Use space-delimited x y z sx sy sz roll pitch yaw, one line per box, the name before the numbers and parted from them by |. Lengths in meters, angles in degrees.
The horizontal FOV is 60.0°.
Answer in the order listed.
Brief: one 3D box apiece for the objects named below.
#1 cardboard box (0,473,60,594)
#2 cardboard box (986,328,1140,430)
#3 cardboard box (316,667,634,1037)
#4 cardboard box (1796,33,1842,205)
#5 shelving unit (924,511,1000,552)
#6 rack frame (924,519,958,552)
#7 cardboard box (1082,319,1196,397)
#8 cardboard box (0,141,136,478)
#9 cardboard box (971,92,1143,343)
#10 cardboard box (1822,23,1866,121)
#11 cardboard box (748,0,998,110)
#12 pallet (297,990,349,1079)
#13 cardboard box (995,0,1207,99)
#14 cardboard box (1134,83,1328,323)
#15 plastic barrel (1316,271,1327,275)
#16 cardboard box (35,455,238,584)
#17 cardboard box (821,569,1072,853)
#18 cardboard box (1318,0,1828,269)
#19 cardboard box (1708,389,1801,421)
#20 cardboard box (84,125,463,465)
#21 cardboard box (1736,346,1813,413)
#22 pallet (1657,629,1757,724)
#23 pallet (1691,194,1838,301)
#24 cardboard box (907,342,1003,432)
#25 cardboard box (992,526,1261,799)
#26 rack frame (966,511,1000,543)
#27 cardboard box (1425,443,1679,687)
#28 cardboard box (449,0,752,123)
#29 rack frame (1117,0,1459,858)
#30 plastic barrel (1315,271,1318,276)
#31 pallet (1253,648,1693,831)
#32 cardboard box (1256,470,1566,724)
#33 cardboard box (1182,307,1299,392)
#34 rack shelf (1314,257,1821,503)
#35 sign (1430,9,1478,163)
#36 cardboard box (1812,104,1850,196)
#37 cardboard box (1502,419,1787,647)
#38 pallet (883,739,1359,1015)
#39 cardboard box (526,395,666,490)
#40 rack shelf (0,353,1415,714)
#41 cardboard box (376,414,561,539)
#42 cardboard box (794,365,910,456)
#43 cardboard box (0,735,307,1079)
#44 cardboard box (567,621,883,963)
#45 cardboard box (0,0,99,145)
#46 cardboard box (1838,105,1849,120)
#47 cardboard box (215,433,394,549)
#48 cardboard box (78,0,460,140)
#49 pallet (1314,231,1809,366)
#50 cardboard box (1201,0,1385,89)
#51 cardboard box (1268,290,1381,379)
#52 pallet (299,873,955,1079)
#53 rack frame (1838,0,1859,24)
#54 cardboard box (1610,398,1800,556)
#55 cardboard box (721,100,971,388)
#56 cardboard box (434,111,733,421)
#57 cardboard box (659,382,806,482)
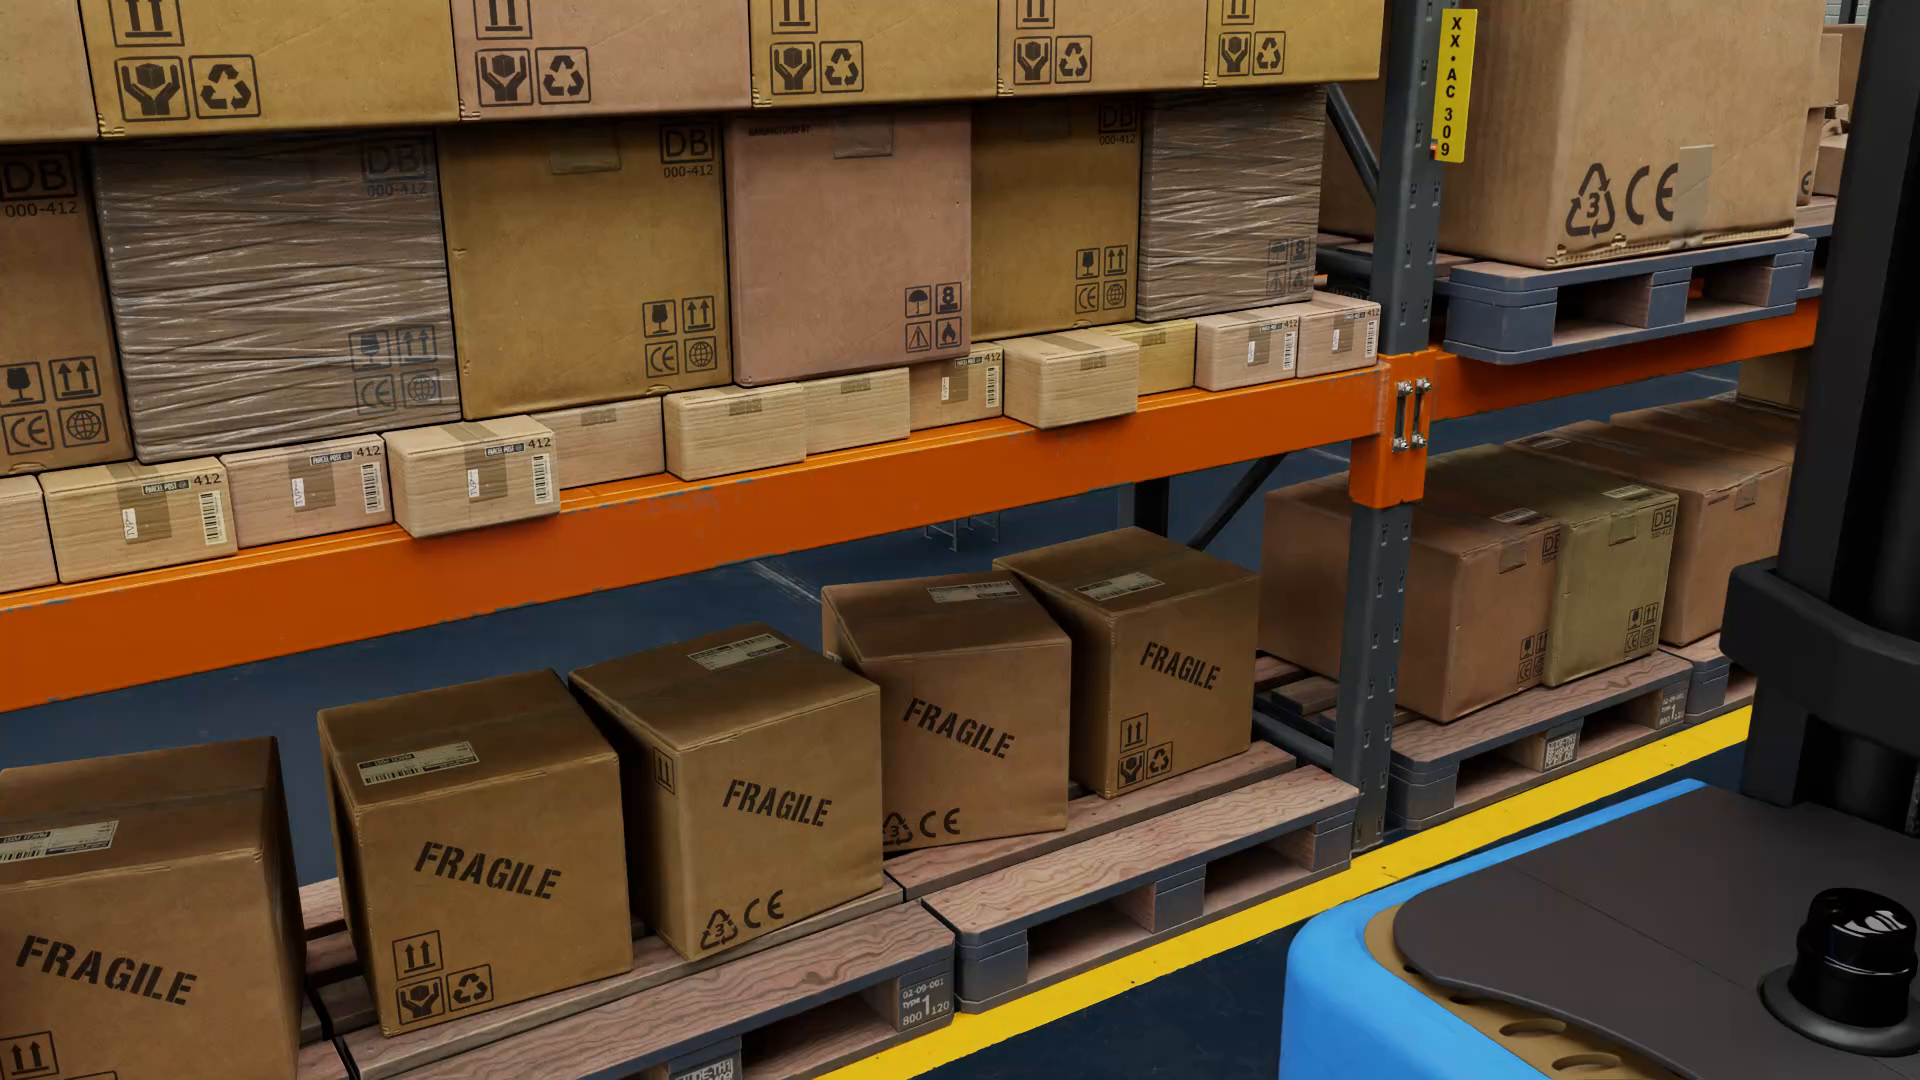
cardboard box | -1.552 -0.031 2.547 0.250 0.149 0.380 -12 22 -31
cardboard box | 0.164 -0.361 3.522 0.250 0.149 0.380 -12 22 -31
cardboard box | -1.011 0.624 3.461 0.500 0.500 0.500 -10 21 -26
cardboard box | 2.183 -1.318 5.143 0.637 0.503 0.797 -9 21 -26
shelving unit | 0.007 -0.428 6.605 0.210 0.900 0.258 -12 22 -31
rack frame | -0.078 -0.410 6.552 0.006 0.900 0.240 -12 22 -31
cardboard box | 0.312 -0.435 3.741 0.250 0.149 0.380 -12 22 -31
cardboard box | -1.729 -0.434 2.723 0.500 0.500 0.875 -12 22 -31
cardboard box | -0.061 -0.787 3.769 0.500 0.500 0.875 -12 22 -31
cardboard box | 3.286 -1.460 5.568 0.500 0.500 0.700 -8 20 -23
cardboard box | -0.274 -1.073 3.053 0.500 0.500 0.500 -12 22 -31
pallet | -1.794 1.138 3.048 1.213 0.211 1.003 -12 22 -31
cardboard box | 0.144 -1.161 3.313 0.500 0.500 0.500 -12 22 -31
cardboard box | 0.376 -0.866 4.001 0.500 0.500 0.875 -12 22 -31
plastic barrel | 2.745 -2.116 11.429 0.708 0.588 0.600 -12 22 -31
cardboard box | -1.340 -0.074 2.671 0.250 0.149 0.380 -12 22 -31
cardboard box | -0.045 0.408 4.102 0.500 0.500 0.500 -5 19 -14
cardboard box | 1.526 -1.326 4.390 1.000 1.000 1.000 -12 22 -31
cardboard box | 3.121 -0.244 6.000 0.500 0.500 0.700 -14 23 -36
cardboard box | -1.288 -0.510 2.949 0.500 0.500 0.875 -12 22 -31
cardboard box | 3.146 -0.602 5.887 0.500 0.250 0.500 -9 21 -25
pallet | 2.455 0.227 5.743 1.213 0.211 1.003 -12 22 -31
pallet | 2.495 -0.994 5.301 1.213 0.211 1.003 -12 22 -31
cardboard box | -0.117 -0.353 3.496 0.250 0.149 0.380 -12 22 -31
cardboard box | 0.429 0.305 4.407 0.500 0.500 0.500 -13 22 -33
rack frame | 0.092 -0.446 6.658 0.006 0.900 0.240 -12 22 -31
cardboard box | 1.719 0.054 5.117 0.500 0.500 0.700 -12 22 -32
cardboard box | -0.693 -0.986 2.795 0.500 0.500 0.500 -12 22 -31
rack frame | 0.786 -0.740 4.250 0.127 3.000 1.000 -12 22 -31
plastic barrel | 2.224 -2.004 11.218 0.421 0.512 0.421 0 19 0
pallet | 1.435 0.443 5.104 1.213 0.211 1.003 -12 22 -31
cardboard box | 1.310 0.133 4.883 0.500 0.500 0.700 -14 23 -36
cardboard box | 0.554 -0.463 3.823 0.250 0.149 0.380 -12 22 -31
rack shelf | 2.456 -0.752 5.408 4.000 0.370 1.077 -12 22 -31
sign | 1.090 -1.006 3.686 0.005 0.325 0.100 -12 22 -31
cardboard box | 2.882 -1.214 5.206 0.258 0.266 0.396 -13 22 -33
cardboard box | 2.186 -0.044 5.409 0.500 0.500 0.700 -14 23 -36
pallet | 0.244 0.709 4.319 1.213 0.211 1.003 -12 22 -31
cardboard box | -0.744 -0.221 3.106 0.250 0.149 0.380 -12 22 -31
rack shelf | -0.885 -0.047 3.324 4.000 0.370 1.077 -12 22 -31
cardboard box | -0.880 -0.141 2.871 0.250 0.149 0.380 -12 22 -31
cardboard box | -0.304 -0.298 3.334 0.250 0.149 0.380 -12 22 -31
cardboard box | -1.544 0.730 3.150 0.500 0.500 0.500 -6 20 -17
cardboard box | -0.520 0.538 3.717 0.500 0.500 0.500 -14 23 -36
cardboard box | -1.524 -0.808 2.268 0.500 0.500 0.500 -12 22 -31
cardboard box | 2.600 -1.339 5.600 0.500 0.250 0.500 -13 22 -33
cardboard box | -1.146 -0.125 2.823 0.250 0.149 0.380 -12 22 -31
cardboard box | -1.108 -0.896 2.530 0.500 0.500 0.500 -12 22 -31
pallet | 1.504 -0.745 4.564 1.213 0.211 1.003 -12 22 -31
cardboard box | 0.561 -1.249 3.574 0.500 0.500 0.500 -12 22 -31
cardboard box | 0.768 -0.505 3.946 0.250 0.149 0.380 -12 22 -31
pallet | -0.776 0.925 3.680 1.213 0.211 1.003 -12 22 -31
rack frame | 8.084 -4.179 14.421 0.127 3.000 1.000 -12 22 -31
cardboard box | 2.652 -0.143 5.699 0.500 0.500 0.700 -10 21 -27
cardboard box | -0.423 -0.672 3.428 0.500 0.500 0.875 -12 22 -31
cardboard box | -0.864 -0.595 3.201 0.500 0.500 0.875 -12 22 -31
cardboard box | -0.493 -0.244 3.176 0.250 0.149 0.380 -12 22 -31
